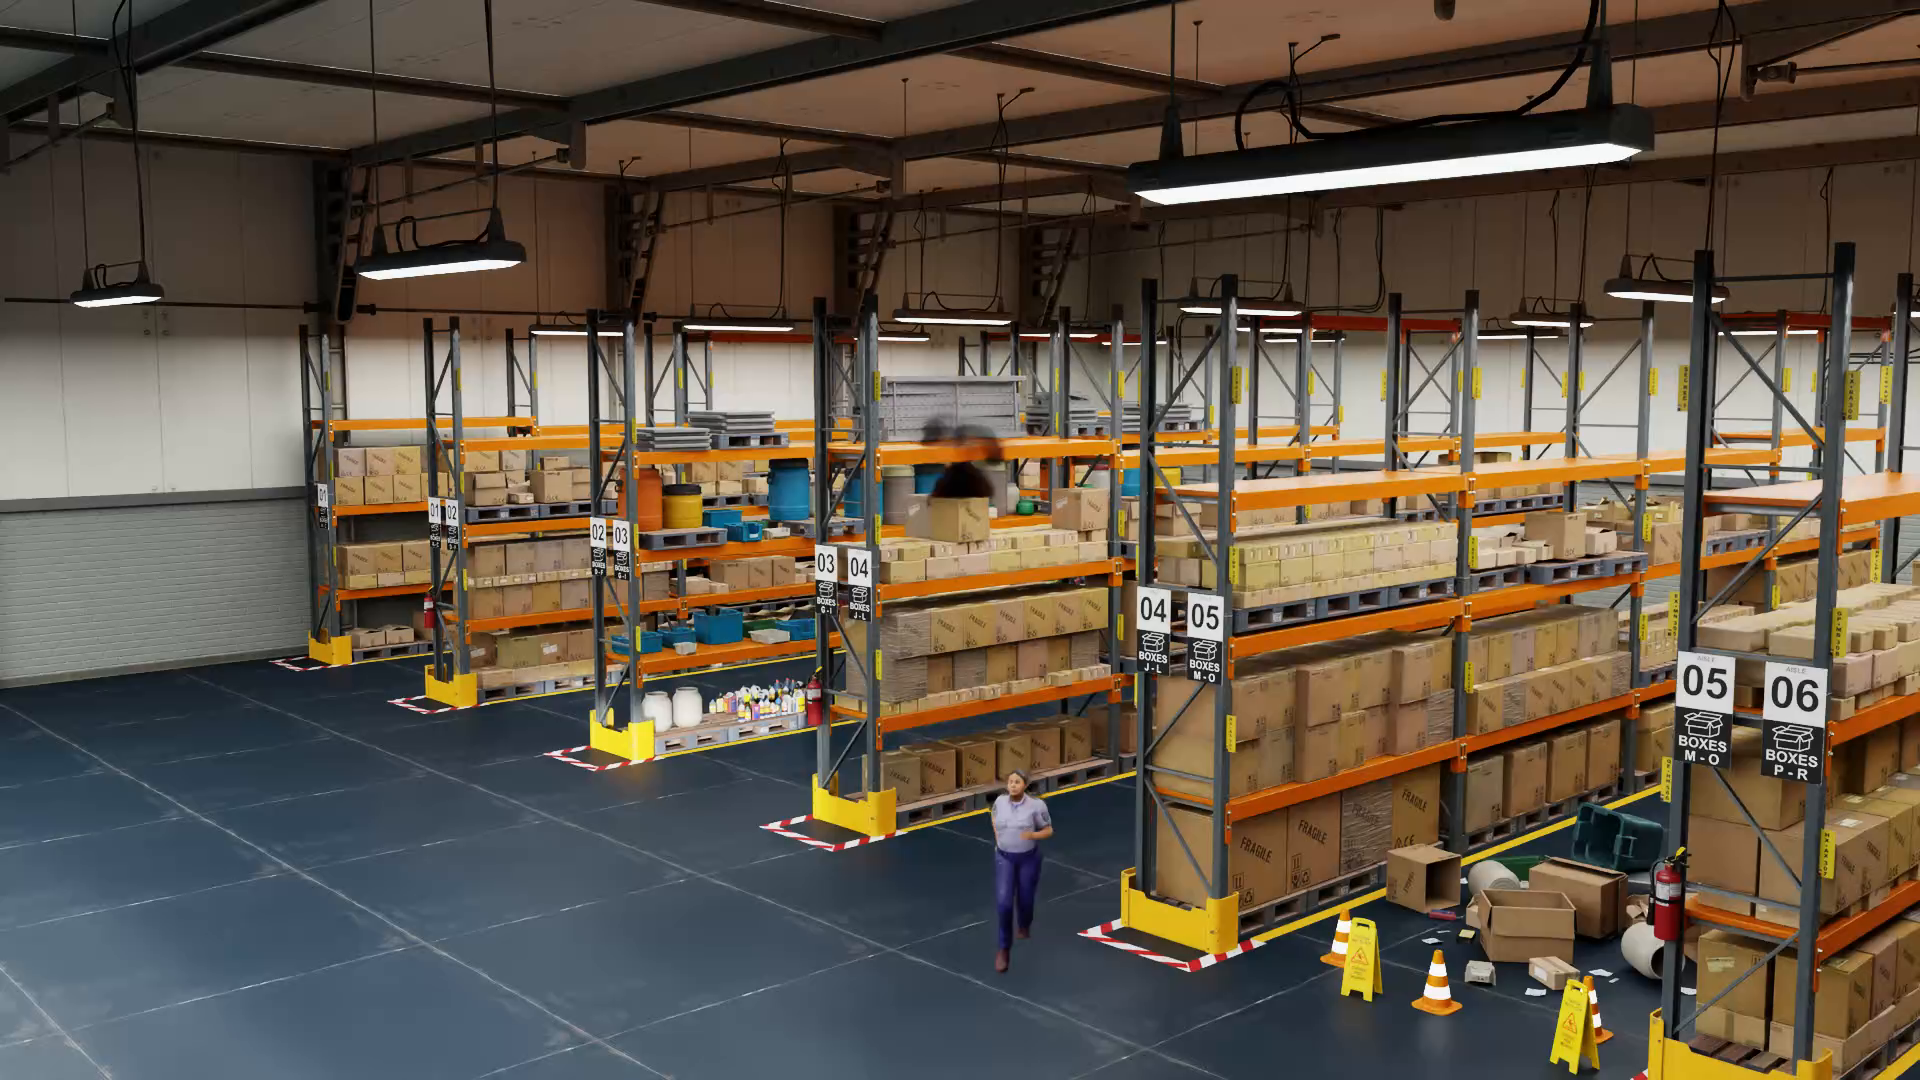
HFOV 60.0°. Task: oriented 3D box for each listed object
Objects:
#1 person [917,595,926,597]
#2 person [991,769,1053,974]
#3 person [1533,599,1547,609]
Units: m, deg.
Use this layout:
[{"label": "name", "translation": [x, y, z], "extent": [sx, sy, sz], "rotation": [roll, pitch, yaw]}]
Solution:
[{"label": "person", "translation": [-0.713, 1.410, 28.603], "extent": [0.663, 1.696, 0.958], "rotation": [5, 8, 42]}, {"label": "person", "translation": [0.517, 2.802, 14.230], "extent": [0.572, 1.713, 0.719], "rotation": [1, 6, 10]}, {"label": "person", "translation": [9.172, 1.707, 26.315], "extent": [0.620, 1.634, 0.547], "rotation": [6, 8, 45]}]
